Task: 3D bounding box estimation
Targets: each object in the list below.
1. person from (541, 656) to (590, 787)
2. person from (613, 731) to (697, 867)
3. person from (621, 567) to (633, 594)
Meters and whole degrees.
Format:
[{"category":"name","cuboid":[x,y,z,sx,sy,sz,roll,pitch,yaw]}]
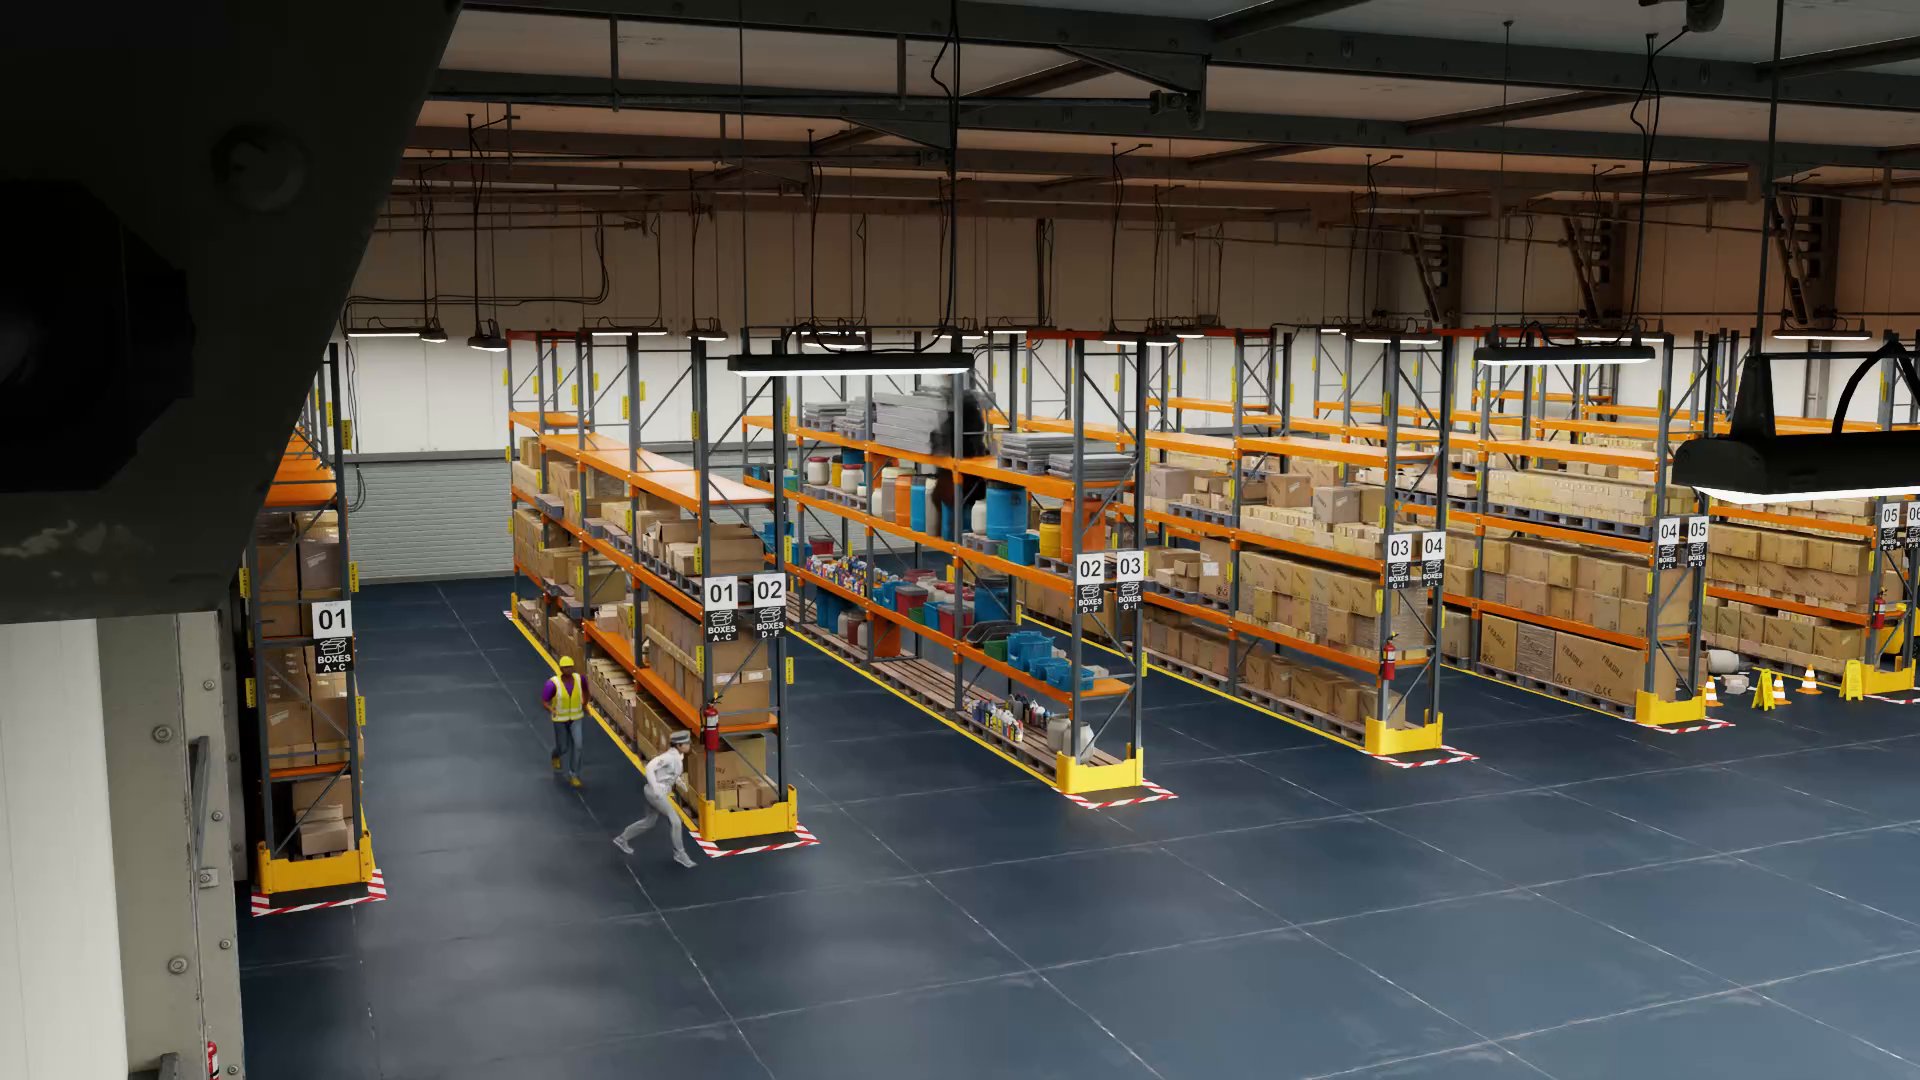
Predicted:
[{"category":"person","cuboid":[-5.331,2.412,22.527,0.685,1.745,0.900,-4,9,-28]},{"category":"person","cuboid":[-3.539,2.985,19.067,0.980,1.628,0.481,1,8,9]},{"category":"person","cuboid":[-7.285,0.620,35.733,0.738,1.739,0.681,5,9,30]}]
